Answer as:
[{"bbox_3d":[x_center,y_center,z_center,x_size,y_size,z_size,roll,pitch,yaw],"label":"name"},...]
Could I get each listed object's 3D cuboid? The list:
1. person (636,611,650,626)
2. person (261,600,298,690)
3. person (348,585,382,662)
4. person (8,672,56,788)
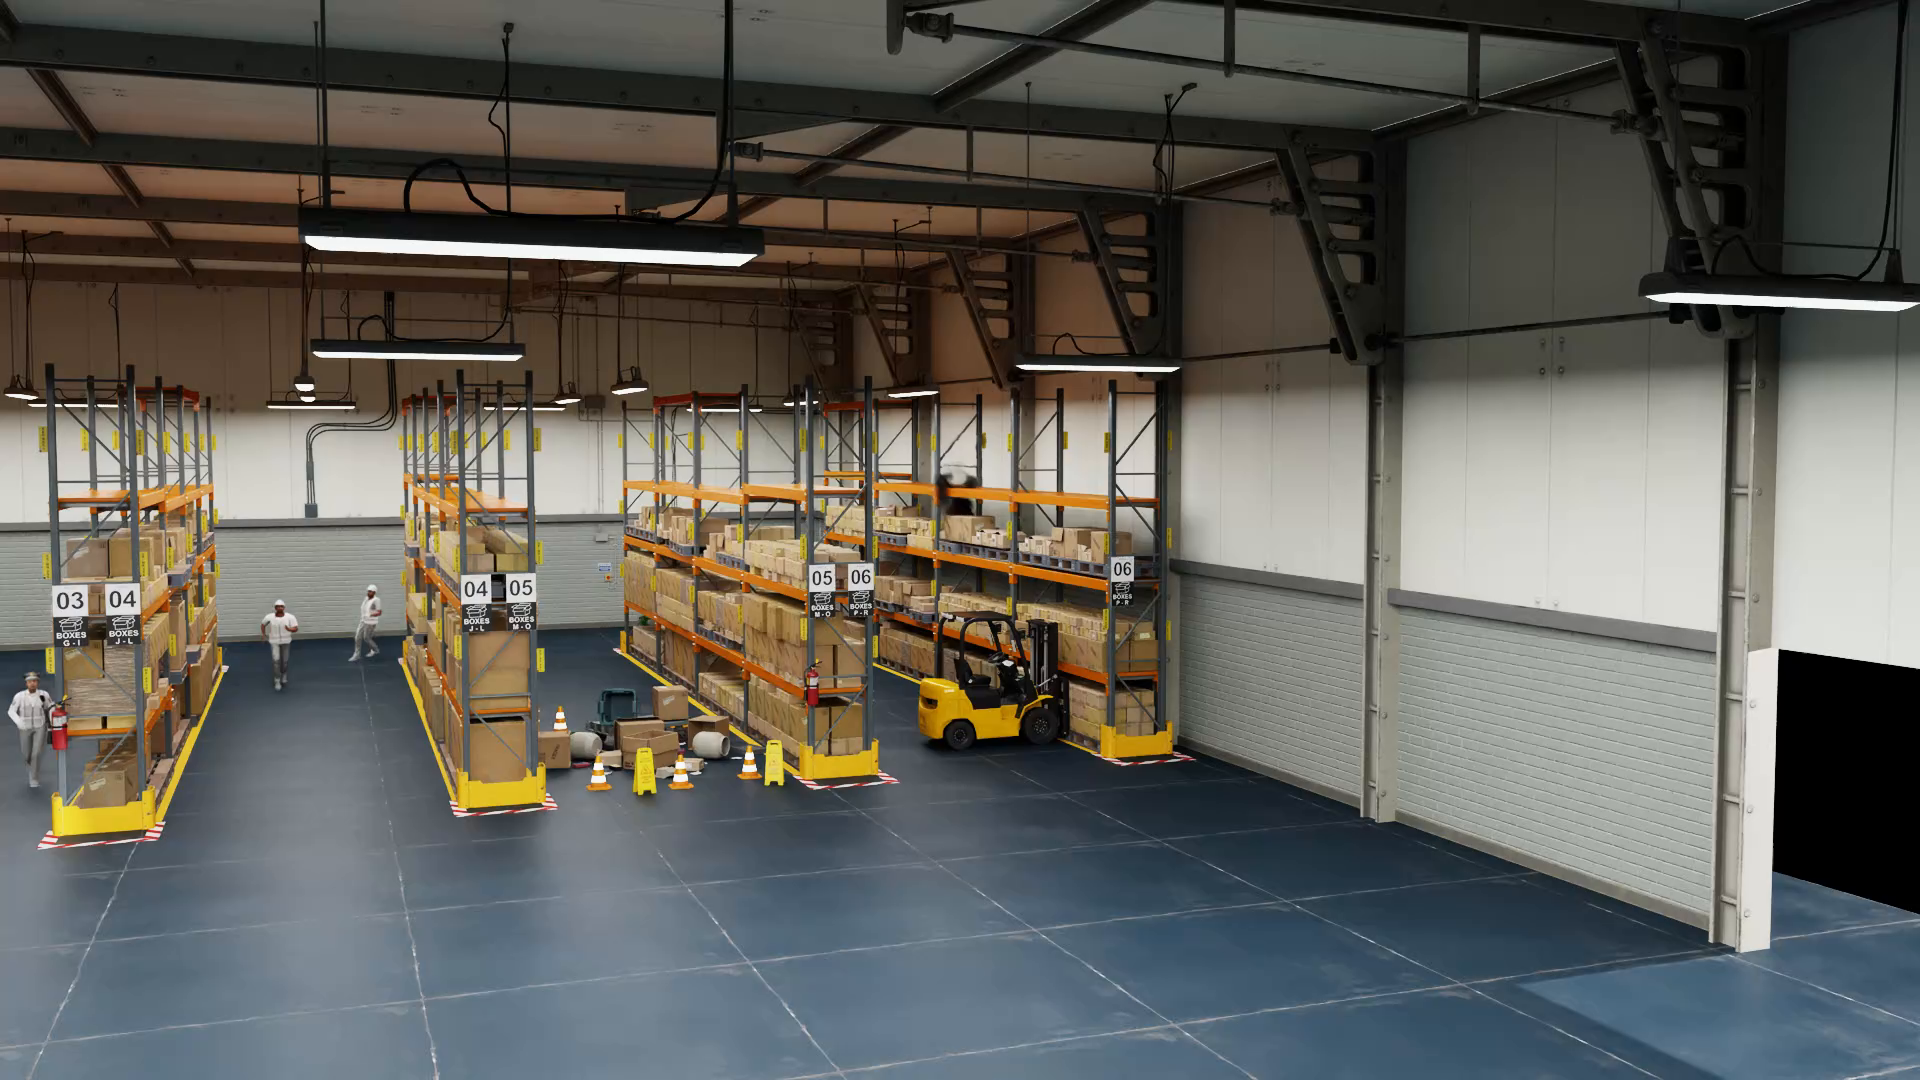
[{"bbox_3d":[-7.746,1.743,41.176,0.609,1.722,0.706,1,4,19],"label":"person"},{"bbox_3d":[-13.880,2.115,33.958,0.684,1.799,0.895,-2,4,-27],"label":"person"},{"bbox_3d":[-13.559,1.902,38.167,0.725,1.750,0.786,2,4,36],"label":"person"},{"bbox_3d":[-13.617,2.754,24.418,0.617,1.672,0.673,-2,4,-30],"label":"person"}]
